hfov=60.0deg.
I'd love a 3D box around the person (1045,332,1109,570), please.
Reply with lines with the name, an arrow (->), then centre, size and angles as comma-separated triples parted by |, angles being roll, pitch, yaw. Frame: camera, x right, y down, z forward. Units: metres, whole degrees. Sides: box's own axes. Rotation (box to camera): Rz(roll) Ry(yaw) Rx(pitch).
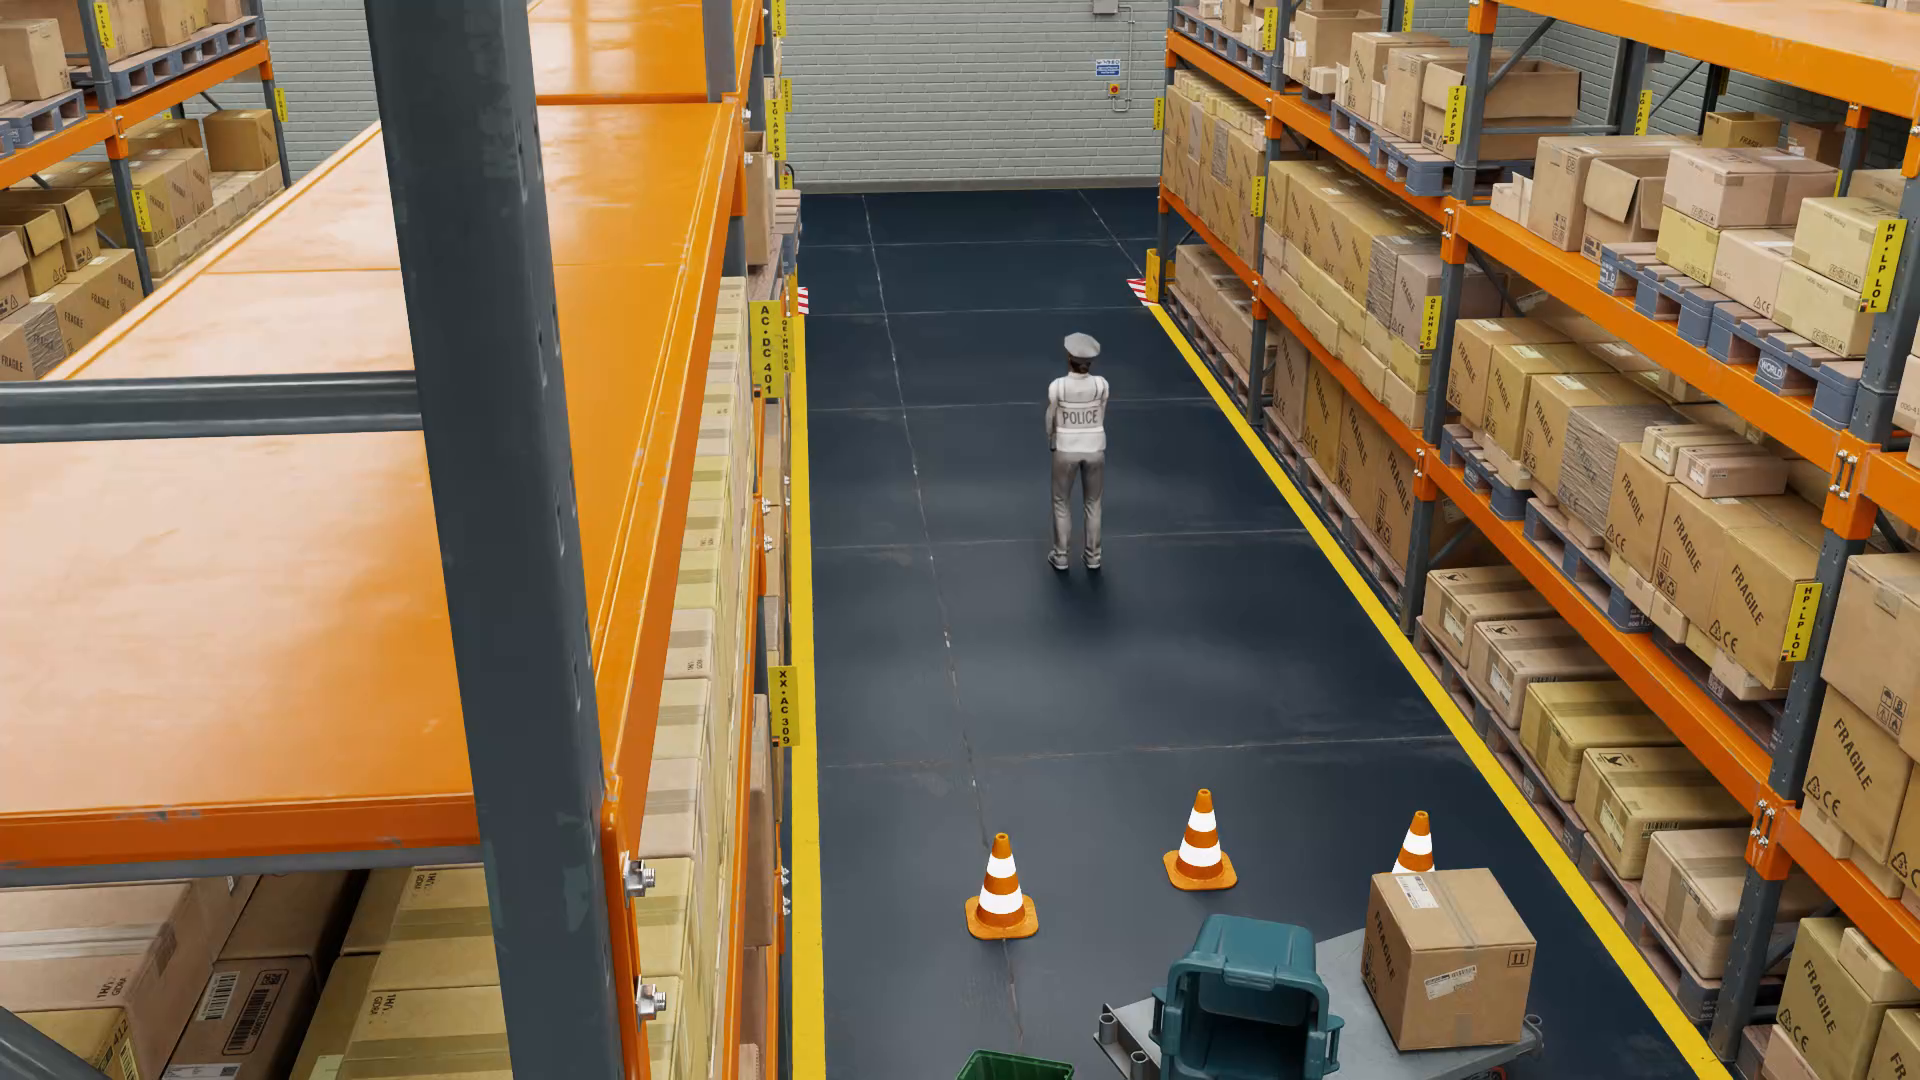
person -> 0.792, -0.633, 11.507 | 0.416, 1.691, 0.523 | -3, 24, -6
